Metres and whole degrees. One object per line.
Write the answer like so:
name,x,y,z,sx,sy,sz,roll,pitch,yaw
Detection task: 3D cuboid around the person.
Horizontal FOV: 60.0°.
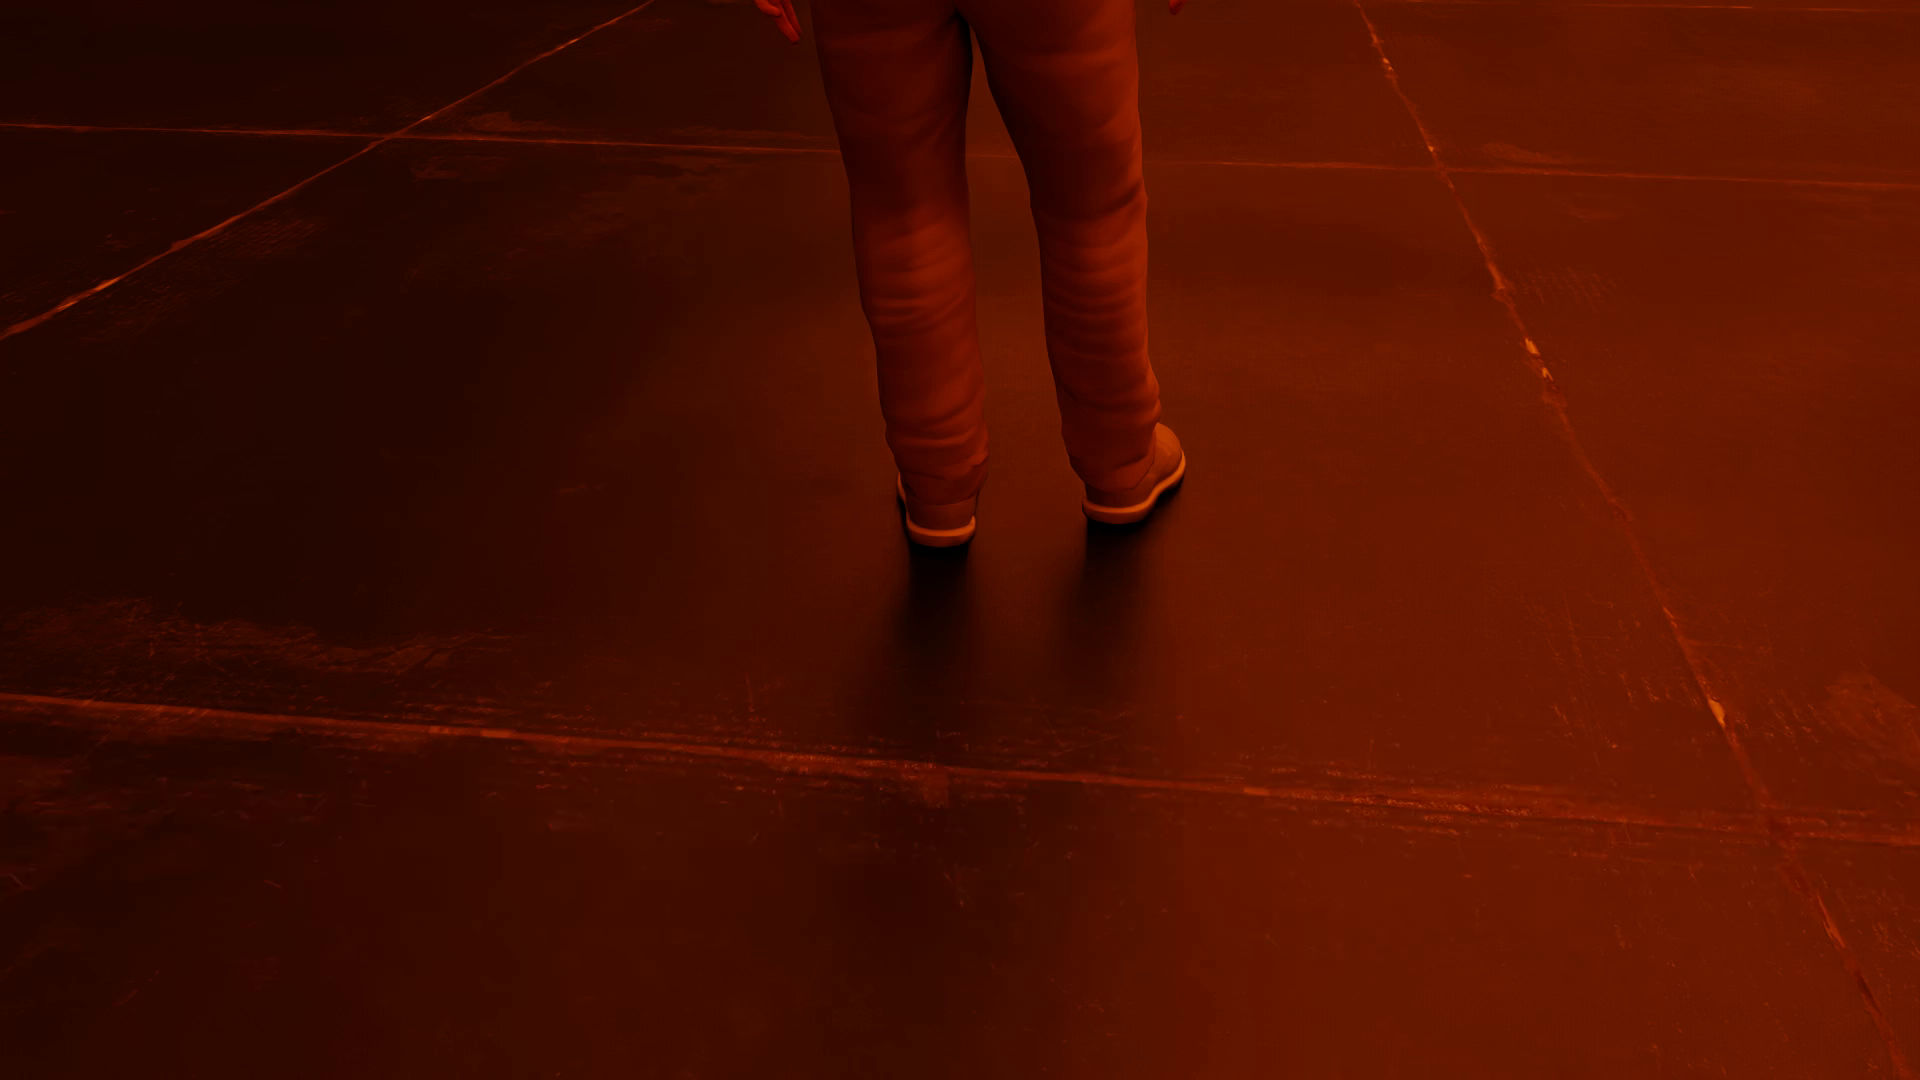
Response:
person,0.024,-0.819,2.189,0.640,1.727,0.551,3,27,7
